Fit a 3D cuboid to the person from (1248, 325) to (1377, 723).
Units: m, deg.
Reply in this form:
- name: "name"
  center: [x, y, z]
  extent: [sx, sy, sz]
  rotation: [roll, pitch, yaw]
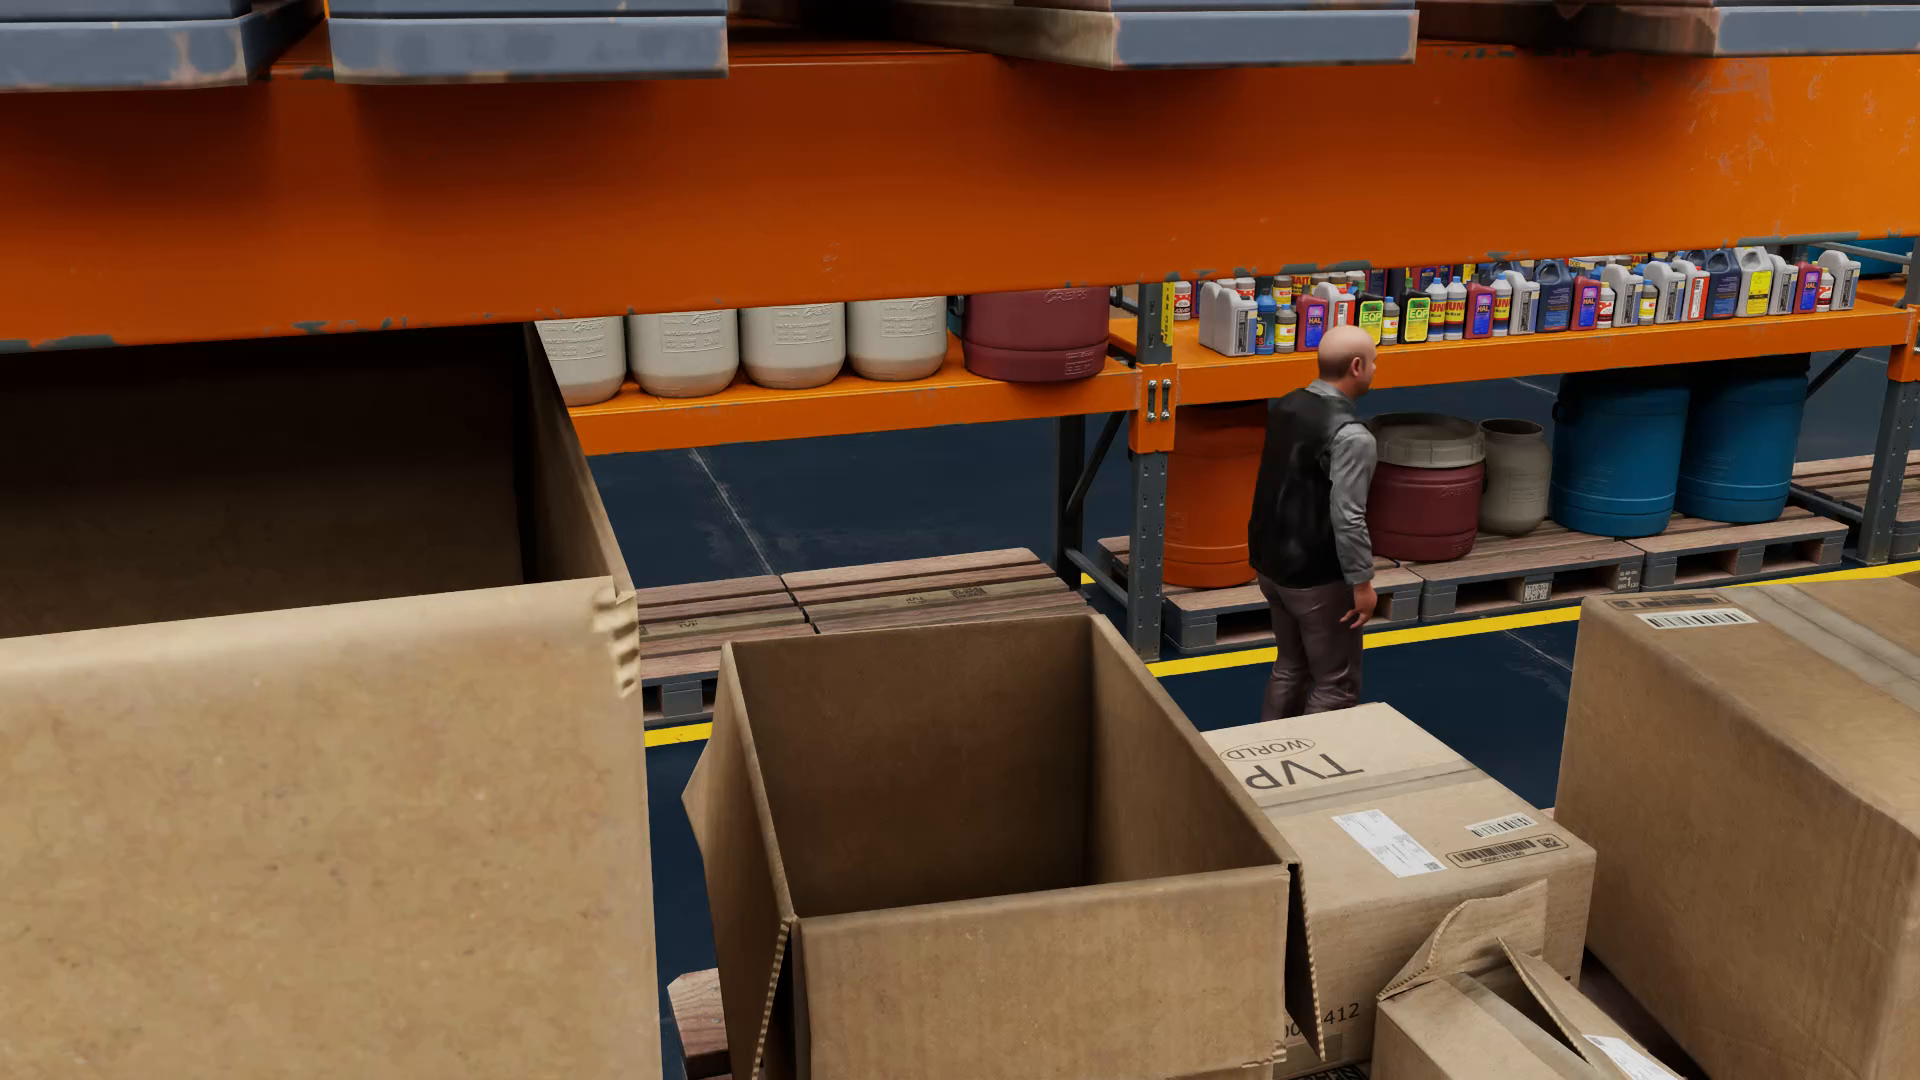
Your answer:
- name: "person"
  center: [1.222, 0.111, 5.781]
  extent: [0.414, 1.721, 0.580]
  rotation: [-6, 20, -17]
